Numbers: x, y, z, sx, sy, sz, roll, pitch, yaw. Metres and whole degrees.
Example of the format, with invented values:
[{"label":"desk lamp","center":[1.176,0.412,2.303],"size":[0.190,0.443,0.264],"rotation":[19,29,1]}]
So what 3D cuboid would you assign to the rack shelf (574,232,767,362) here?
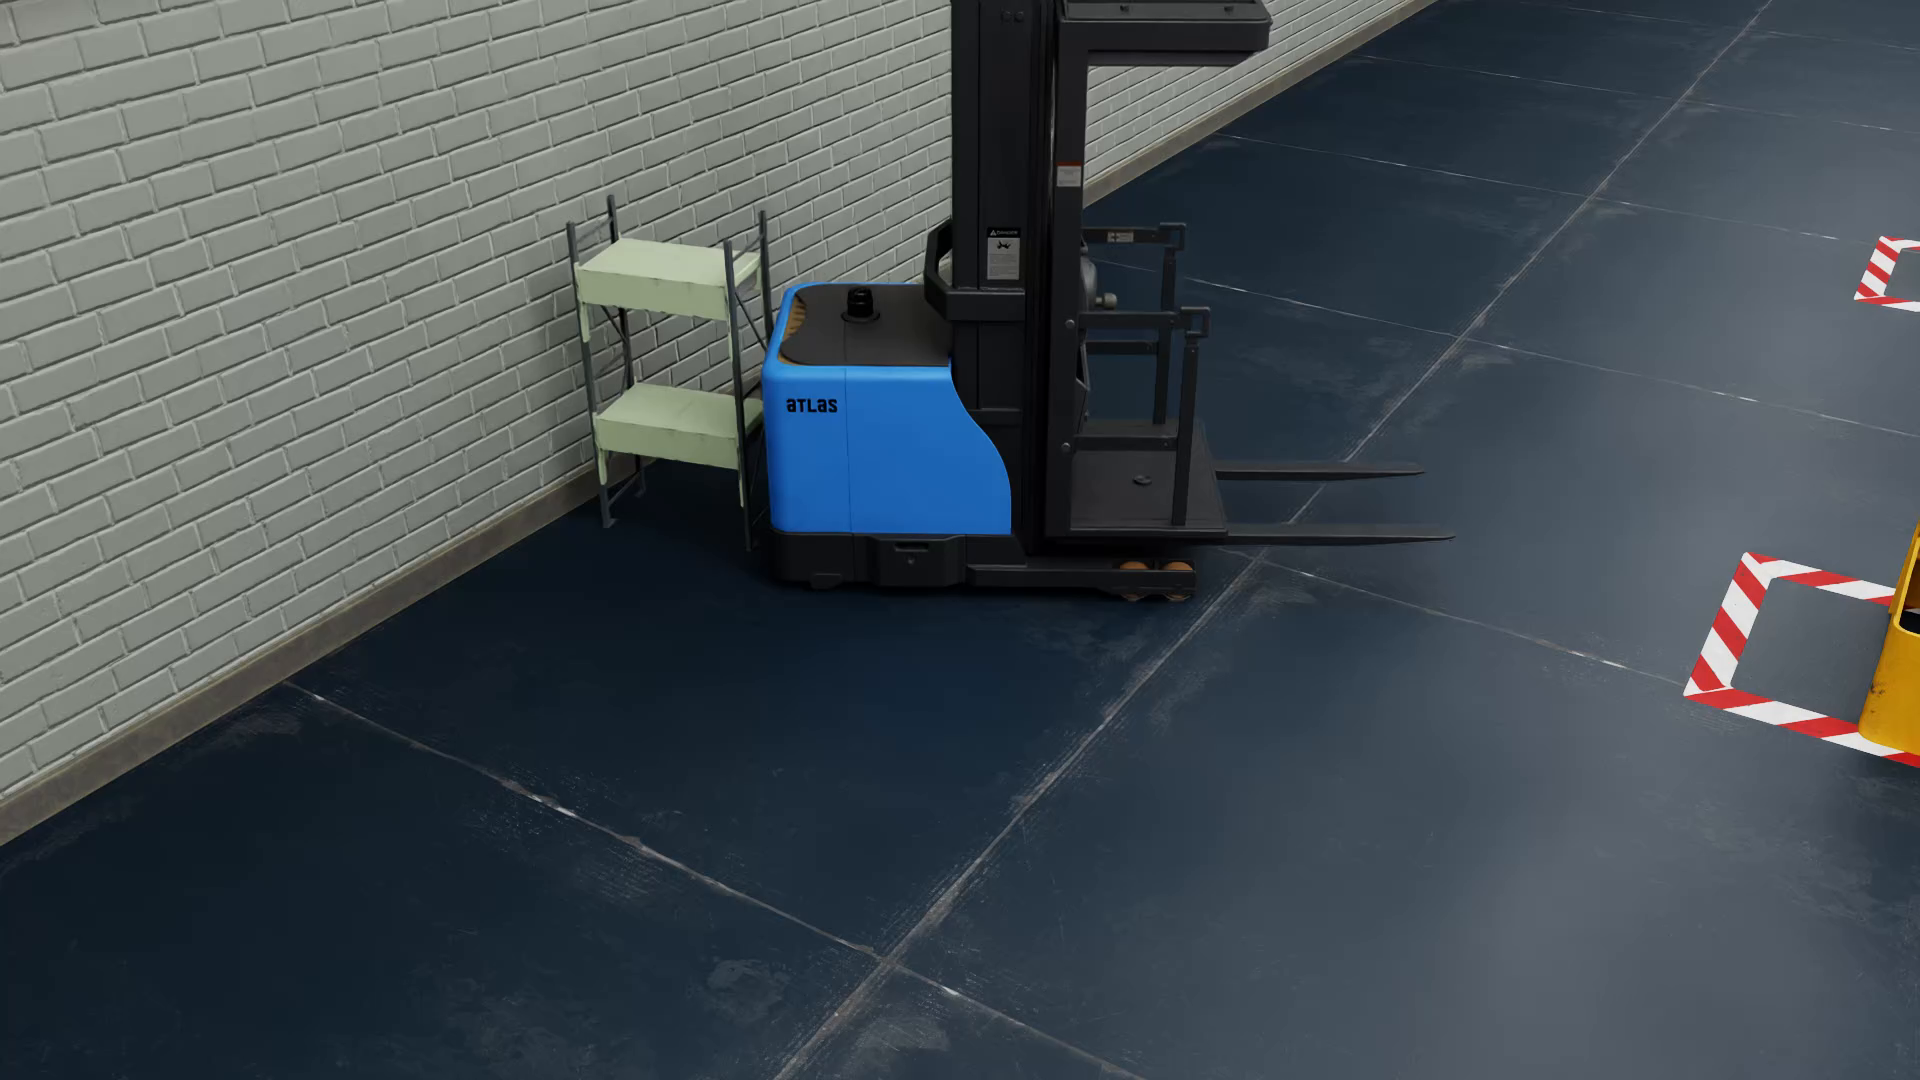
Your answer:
[{"label":"rack shelf","center":[-1.262,-1.080,7.338],"size":[0.720,0.370,0.431],"rotation":[9,31,15]}]

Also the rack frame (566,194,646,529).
[{"label":"rack frame","center":[-1.611,-0.797,7.629],"size":[0.023,1.500,0.400],"rotation":[9,31,15]}]

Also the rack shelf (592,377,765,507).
[{"label":"rack shelf","center":[-1.262,-0.461,7.699],"size":[0.720,0.370,0.431],"rotation":[9,31,15]}]

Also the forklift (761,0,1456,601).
[{"label":"forklift","center":[0.683,-1.273,7.023],"size":[3.031,2.935,1.130],"rotation":[1,30,1]}]

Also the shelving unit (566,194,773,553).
[{"label":"shelving unit","center":[-1.262,-0.743,7.534],"size":[0.755,1.500,0.431],"rotation":[9,31,15]}]

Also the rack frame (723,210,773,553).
[{"label":"rack frame","center":[-0.913,-0.688,7.440],"size":[0.023,1.500,0.400],"rotation":[9,31,15]}]

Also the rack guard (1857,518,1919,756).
[{"label":"rack guard","center":[3.925,0.344,6.664],"size":[0.348,0.500,1.175],"rotation":[18,35,27]}]
